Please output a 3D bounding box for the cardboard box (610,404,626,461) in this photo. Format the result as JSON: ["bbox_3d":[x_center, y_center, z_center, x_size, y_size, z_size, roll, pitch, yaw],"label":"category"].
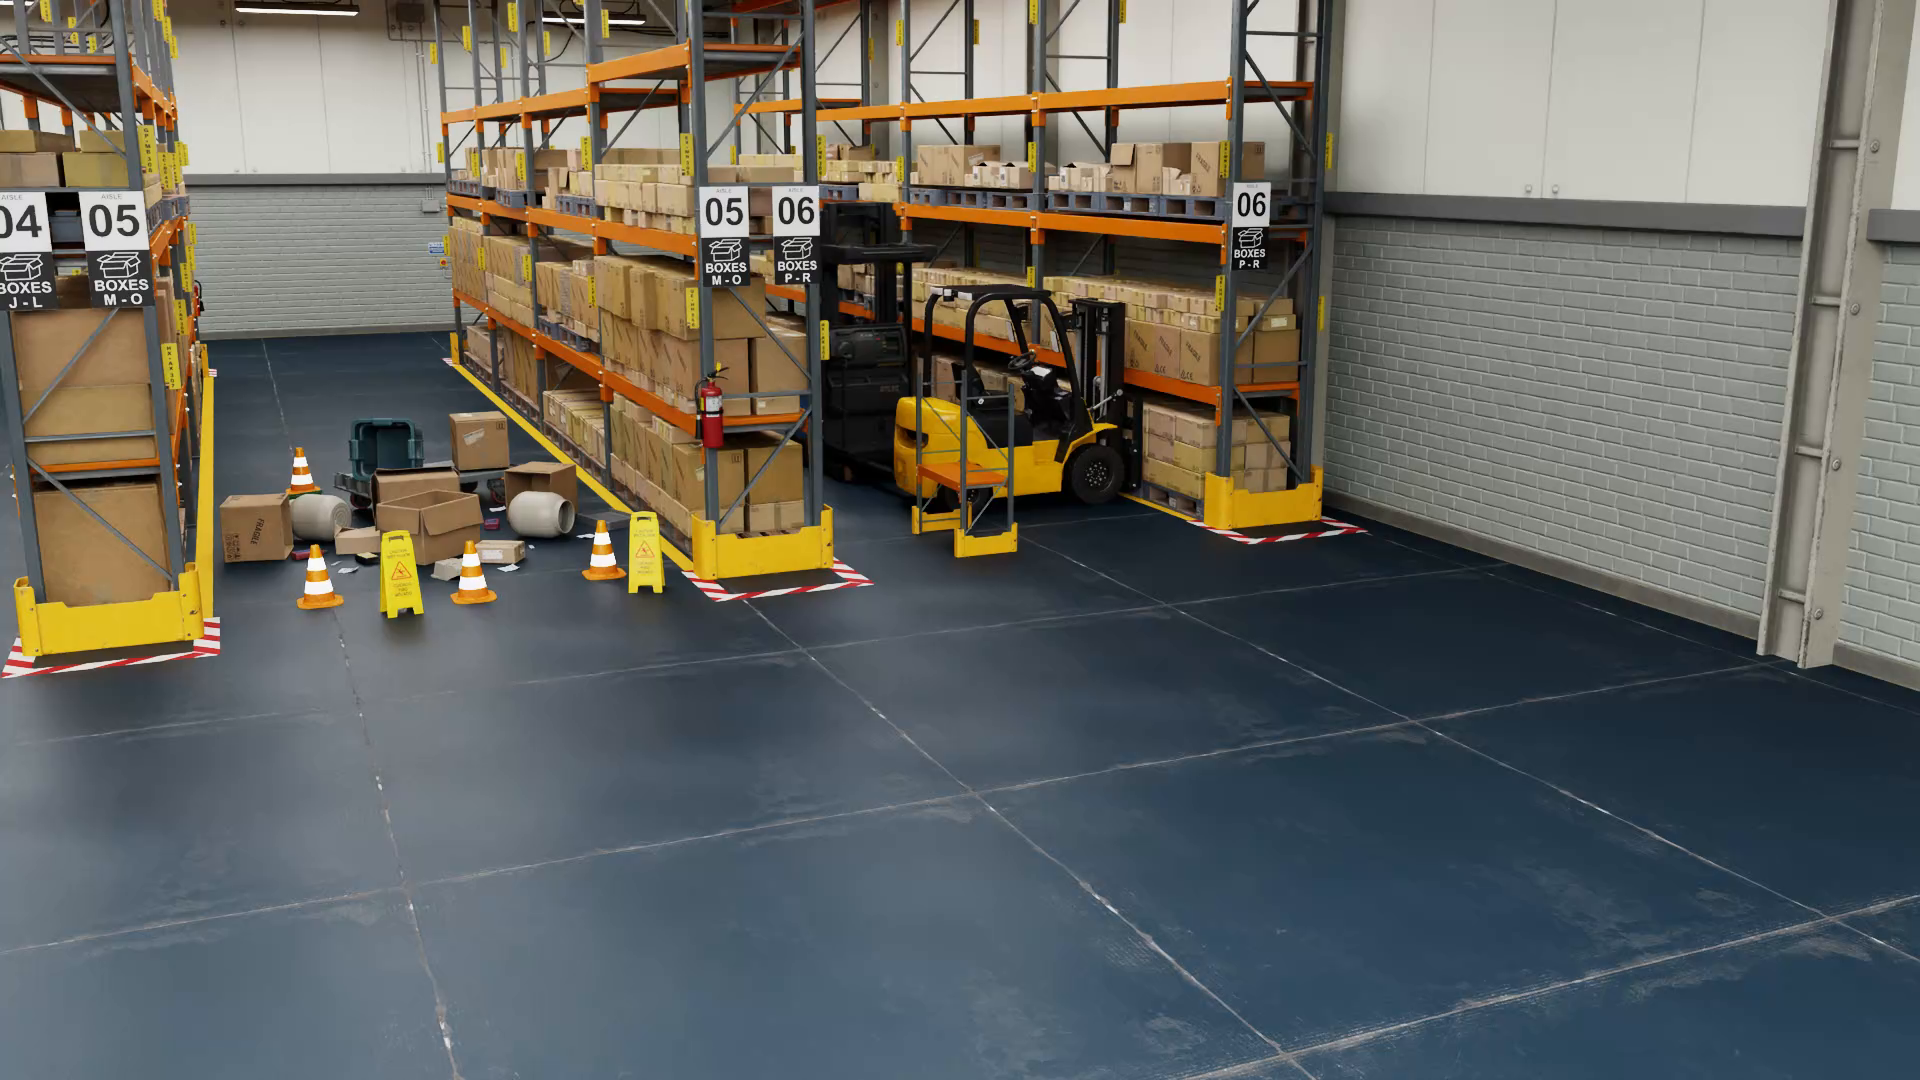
[{"bbox_3d":[-3.252,-1.107,16.886,0.500,0.500,0.500,-5,14,-20],"label":"cardboard box"}]

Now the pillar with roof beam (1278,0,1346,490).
[{"bbox_3d":[-0.490,-4.405,14.327,9.100,9.000,0.400,-6,14,-23],"label":"pillar with roof beam"}]

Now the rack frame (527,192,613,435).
[{"bbox_3d":[-4.843,-2.850,20.911,1.000,3.000,0.127,-6,14,-23],"label":"rack frame"}]

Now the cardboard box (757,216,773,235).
[{"bbox_3d":[-1.474,-2.634,13.883,0.380,0.149,0.250,-6,14,-23],"label":"cardboard box"}]

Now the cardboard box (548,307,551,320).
[{"bbox_3d":[-4.733,-2.726,20.002,0.380,0.149,0.250,-7,15,-27],"label":"cardboard box"}]

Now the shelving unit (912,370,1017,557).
[{"bbox_3d":[0.031,-0.715,15.013,0.587,1.500,1.083,-6,14,-23],"label":"shelving unit"}]

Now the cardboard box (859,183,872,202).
[{"bbox_3d":[-1.127,-4.979,23.789,0.500,0.250,0.500,-6,14,-23],"label":"cardboard box"}]

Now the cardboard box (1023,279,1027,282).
[{"bbox_3d":[1.005,-3.146,20.529,0.380,0.149,0.250,-6,14,-23],"label":"cardboard box"}]

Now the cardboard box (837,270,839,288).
[{"bbox_3d":[-1.694,-3.943,25.000,0.396,0.266,0.258,-5,14,-20],"label":"cardboard box"}]

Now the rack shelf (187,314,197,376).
[{"bbox_3d":[-10.139,-2.445,20.755,1.077,0.370,4.000,-6,14,-23],"label":"rack shelf"}]

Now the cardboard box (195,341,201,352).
[{"bbox_3d":[-11.830,-2.955,25.435,0.380,0.149,0.250,-6,14,-24],"label":"cardboard box"}]

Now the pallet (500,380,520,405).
[{"bbox_3d":[-6.067,-2.165,24.137,1.003,0.211,1.213,-6,14,-23],"label":"pallet"}]

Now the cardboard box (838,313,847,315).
[{"bbox_3d":[-1.943,-3.480,26.149,0.380,0.149,0.250,-6,14,-24],"label":"cardboard box"}]

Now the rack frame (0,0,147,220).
[{"bbox_3d":[-6.134,-3.652,11.071,1.000,3.000,0.127,-6,14,-23],"label":"rack frame"}]

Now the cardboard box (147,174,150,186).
[{"bbox_3d":[-6.296,-2.743,12.318,0.500,0.250,0.500,-6,14,-24],"label":"cardboard box"}]

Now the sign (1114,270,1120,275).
[{"bbox_3d":[1.814,-2.983,19.392,0.100,0.325,0.005,-6,14,-23],"label":"sign"}]

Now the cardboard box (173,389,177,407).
[{"bbox_3d":[-7.336,-1.442,14.495,0.875,0.550,0.550,-6,14,-23],"label":"cardboard box"}]

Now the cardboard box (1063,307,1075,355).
[{"bbox_3d":[1.468,-2.300,18.313,0.500,0.500,0.500,-5,14,-22],"label":"cardboard box"}]

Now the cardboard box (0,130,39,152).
[{"bbox_3d":[-6.579,-2.749,11.457,0.380,0.149,0.250,-5,14,-22],"label":"cardboard box"}]

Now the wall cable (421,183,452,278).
[{"bbox_3d":[-10.328,-6.176,32.959,0.585,1.953,0.123,-6,14,-23],"label":"wall cable"}]

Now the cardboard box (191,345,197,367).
[{"bbox_3d":[-10.410,-2.429,22.043,0.500,0.250,0.500,-6,14,-24],"label":"cardboard box"}]

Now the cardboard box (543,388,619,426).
[{"bbox_3d":[-4.626,-1.657,20.652,0.950,0.372,0.625,-7,15,-27],"label":"cardboard box"}]

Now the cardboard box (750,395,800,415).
[{"bbox_3d":[-1.585,-1.164,14.182,0.380,0.149,0.250,-6,14,-23],"label":"cardboard box"}]

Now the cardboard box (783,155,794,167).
[{"bbox_3d":[-2.533,-6.089,26.817,0.500,0.250,0.500,-6,14,-24],"label":"cardboard box"}]

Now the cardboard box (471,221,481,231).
[{"bbox_3d":[-7.315,-4.833,25.601,0.380,0.149,0.250,-6,14,-24],"label":"cardboard box"}]

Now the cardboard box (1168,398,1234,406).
[{"bbox_3d":[2.495,-1.322,17.258,0.500,0.250,0.500,-6,14,-23],"label":"cardboard box"}]

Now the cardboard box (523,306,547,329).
[{"bbox_3d":[-5.284,-2.858,21.278,0.500,0.250,0.500,-6,14,-25],"label":"cardboard box"}]

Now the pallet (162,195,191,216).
[{"bbox_3d":[-9.032,-3.623,18.018,1.213,0.211,1.003,-5,14,-20],"label":"pallet"}]

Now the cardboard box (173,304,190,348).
[{"bbox_3d":[-8.912,-2.362,18.580,0.500,0.500,0.500,-6,14,-23],"label":"cardboard box"}]

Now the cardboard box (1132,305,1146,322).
[{"bbox_3d":[1.976,-2.320,16.961,0.380,0.149,0.250,-6,14,-23],"label":"cardboard box"}]

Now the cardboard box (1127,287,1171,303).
[{"bbox_3d":[1.952,-2.527,17.197,0.380,0.149,0.250,-5,14,-22],"label":"cardboard box"}]

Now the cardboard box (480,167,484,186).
[{"bbox_3d":[-6.566,-5.142,23.528,0.396,0.266,0.258,-6,14,-23],"label":"cardboard box"}]

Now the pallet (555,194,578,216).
[{"bbox_3d":[-3.809,-3.744,18.541,1.213,0.211,1.003,-6,14,-23],"label":"pallet"}]

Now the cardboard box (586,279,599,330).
[{"bbox_3d":[-3.636,-2.496,17.571,0.500,0.500,0.500,-6,14,-24],"label":"cardboard box"}]

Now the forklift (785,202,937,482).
[{"bbox_3d":[-0.920,-2.168,18.118,1.130,2.935,3.031,-7,15,-26],"label":"forklift"}]

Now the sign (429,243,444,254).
[{"bbox_3d":[-10.397,-5.805,33.082,0.327,0.218,0.001,-6,14,-23],"label":"sign"}]

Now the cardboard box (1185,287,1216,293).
[{"bbox_3d":[2.548,-2.523,17.177,0.380,0.149,0.250,-6,14,-24],"label":"cardboard box"}]

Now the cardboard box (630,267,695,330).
[{"bbox_3d":[-2.538,-2.165,14.853,0.700,0.500,0.500,-6,14,-24],"label":"cardboard box"}]

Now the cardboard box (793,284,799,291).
[{"bbox_3d":[-2.509,-4.149,27.083,0.380,0.149,0.250,-5,14,-22],"label":"cardboard box"}]

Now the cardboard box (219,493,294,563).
[{"bbox_3d":[-6.174,-0.111,14.615,0.500,0.500,0.500,-3,13,-13],"label":"cardboard box"}]

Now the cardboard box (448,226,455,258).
[{"bbox_3d":[-8.117,-4.914,27.389,0.500,0.500,0.500,-6,14,-24],"label":"cardboard box"}]

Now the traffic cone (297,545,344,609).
[{"bbox_3d":[-5.045,0.269,13.062,0.336,0.463,0.334,-6,14,-23],"label":"traffic cone"}]

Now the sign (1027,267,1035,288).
[{"bbox_3d":[0.812,-2.947,18.939,0.100,0.325,0.005,-6,14,-23],"label":"sign"}]

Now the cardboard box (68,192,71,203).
[{"bbox_3d":[-7.492,-2.832,13.585,0.380,0.149,0.250,-6,14,-24],"label":"cardboard box"}]

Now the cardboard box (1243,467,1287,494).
[{"bbox_3d":[2.890,-0.630,16.488,0.500,0.250,0.500,-6,14,-23],"label":"cardboard box"}]

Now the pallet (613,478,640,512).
[{"bbox_3d":[-2.939,-0.529,17.069,1.003,0.211,1.213,-6,14,-23],"label":"pallet"}]

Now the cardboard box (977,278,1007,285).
[{"bbox_3d":[0.426,-3.149,20.544,0.380,0.149,0.250,-5,14,-22],"label":"cardboard box"}]

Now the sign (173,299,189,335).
[{"bbox_3d":[-7.228,-2.066,15.430,0.100,0.325,0.005,-6,14,-23],"label":"sign"}]

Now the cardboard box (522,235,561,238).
[{"bbox_3d":[-6.036,-4.142,24.057,0.500,0.500,0.500,-5,14,-21],"label":"cardboard box"}]

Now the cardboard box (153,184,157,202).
[{"bbox_3d":[-6.685,-2.786,13.387,0.380,0.149,0.250,-6,14,-23],"label":"cardboard box"}]

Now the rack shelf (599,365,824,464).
[{"bbox_3d":[-2.440,-1.260,15.636,1.077,0.370,4.000,-6,14,-23],"label":"rack shelf"}]

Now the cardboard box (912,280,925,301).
[{"bbox_3d":[-0.366,-3.353,22.311,0.500,0.250,0.500,-6,14,-23],"label":"cardboard box"}]

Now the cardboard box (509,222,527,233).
[{"bbox_3d":[-6.593,-4.717,25.102,0.380,0.149,0.250,-6,14,-24],"label":"cardboard box"}]

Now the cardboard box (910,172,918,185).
[{"bbox_3d":[-0.435,-4.800,22.051,0.380,0.166,0.250,-6,14,-23],"label":"cardboard box"}]
